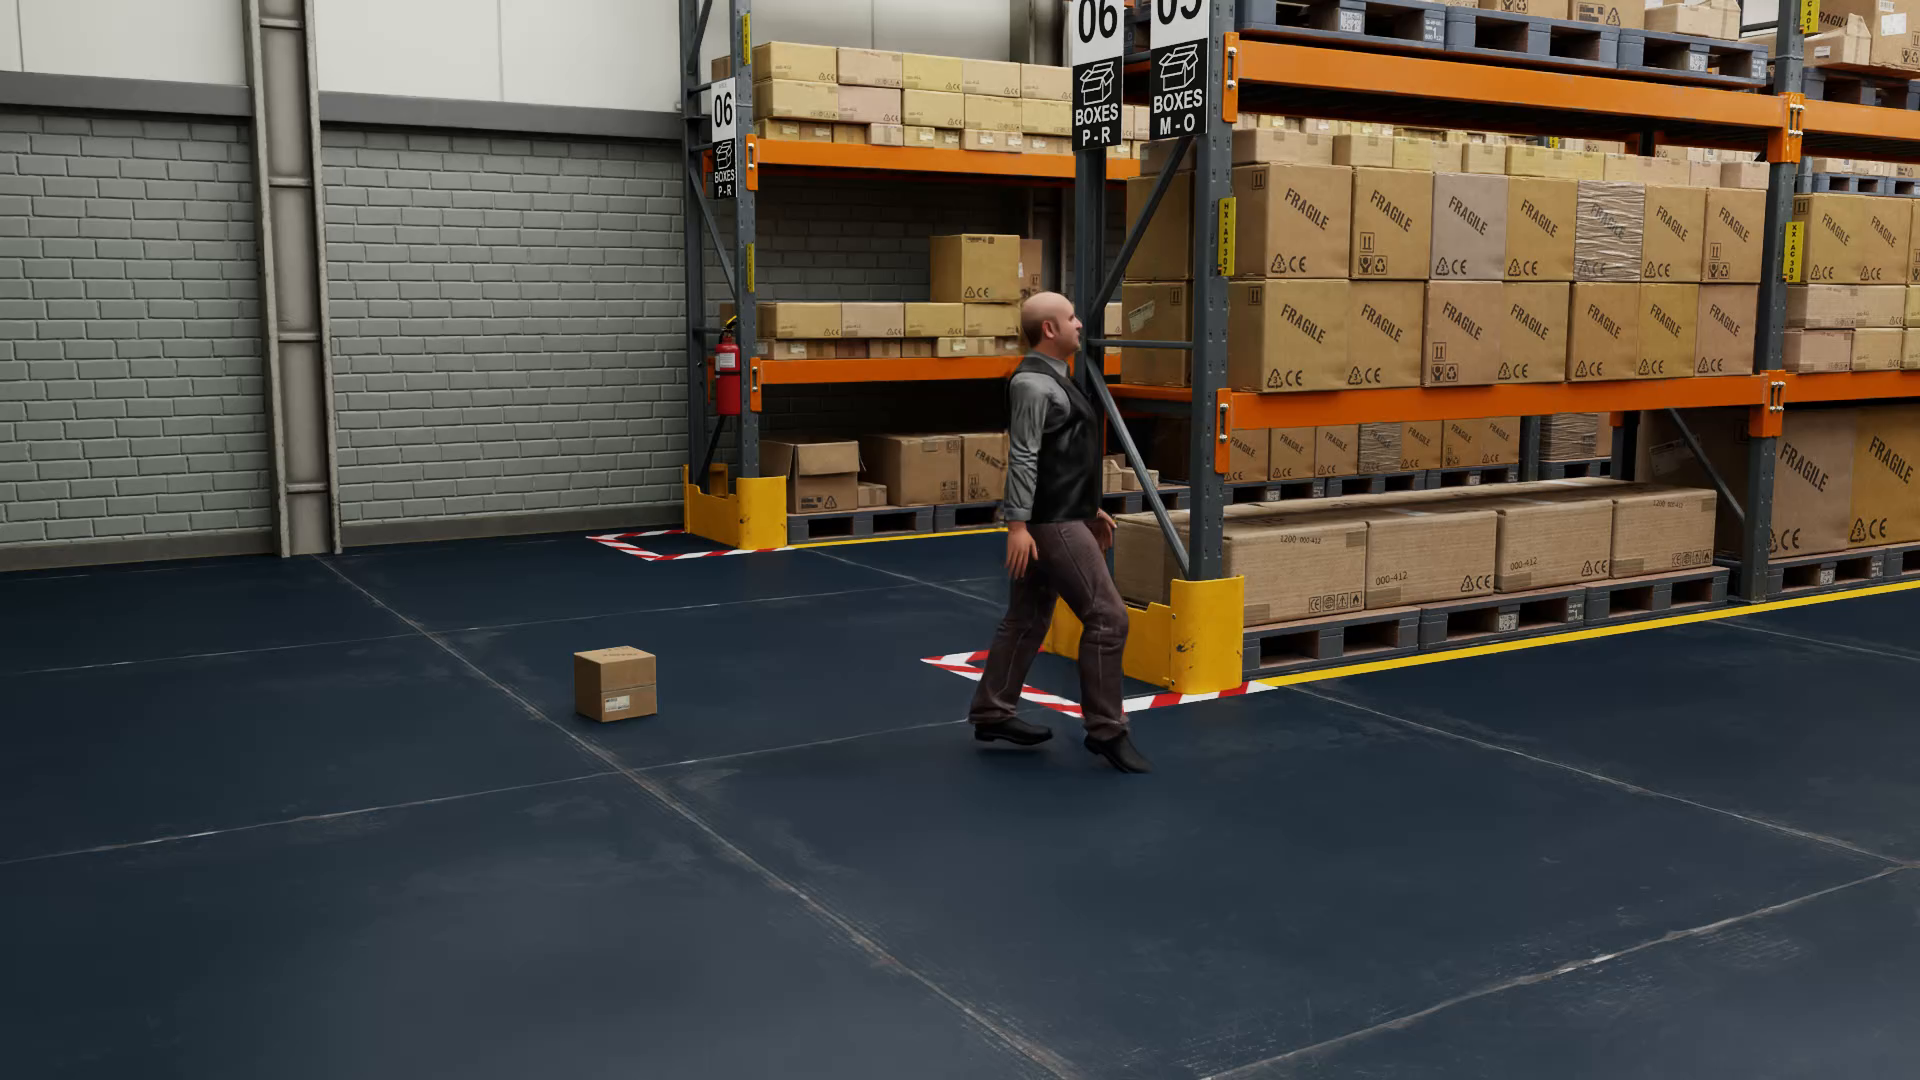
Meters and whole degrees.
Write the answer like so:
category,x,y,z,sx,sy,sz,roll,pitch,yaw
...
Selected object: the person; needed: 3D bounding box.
category,x,y,z,sx,sy,sz,roll,pitch,yaw
person,0.380,-0.023,6.165,0.704,1.773,0.581,0,8,3
